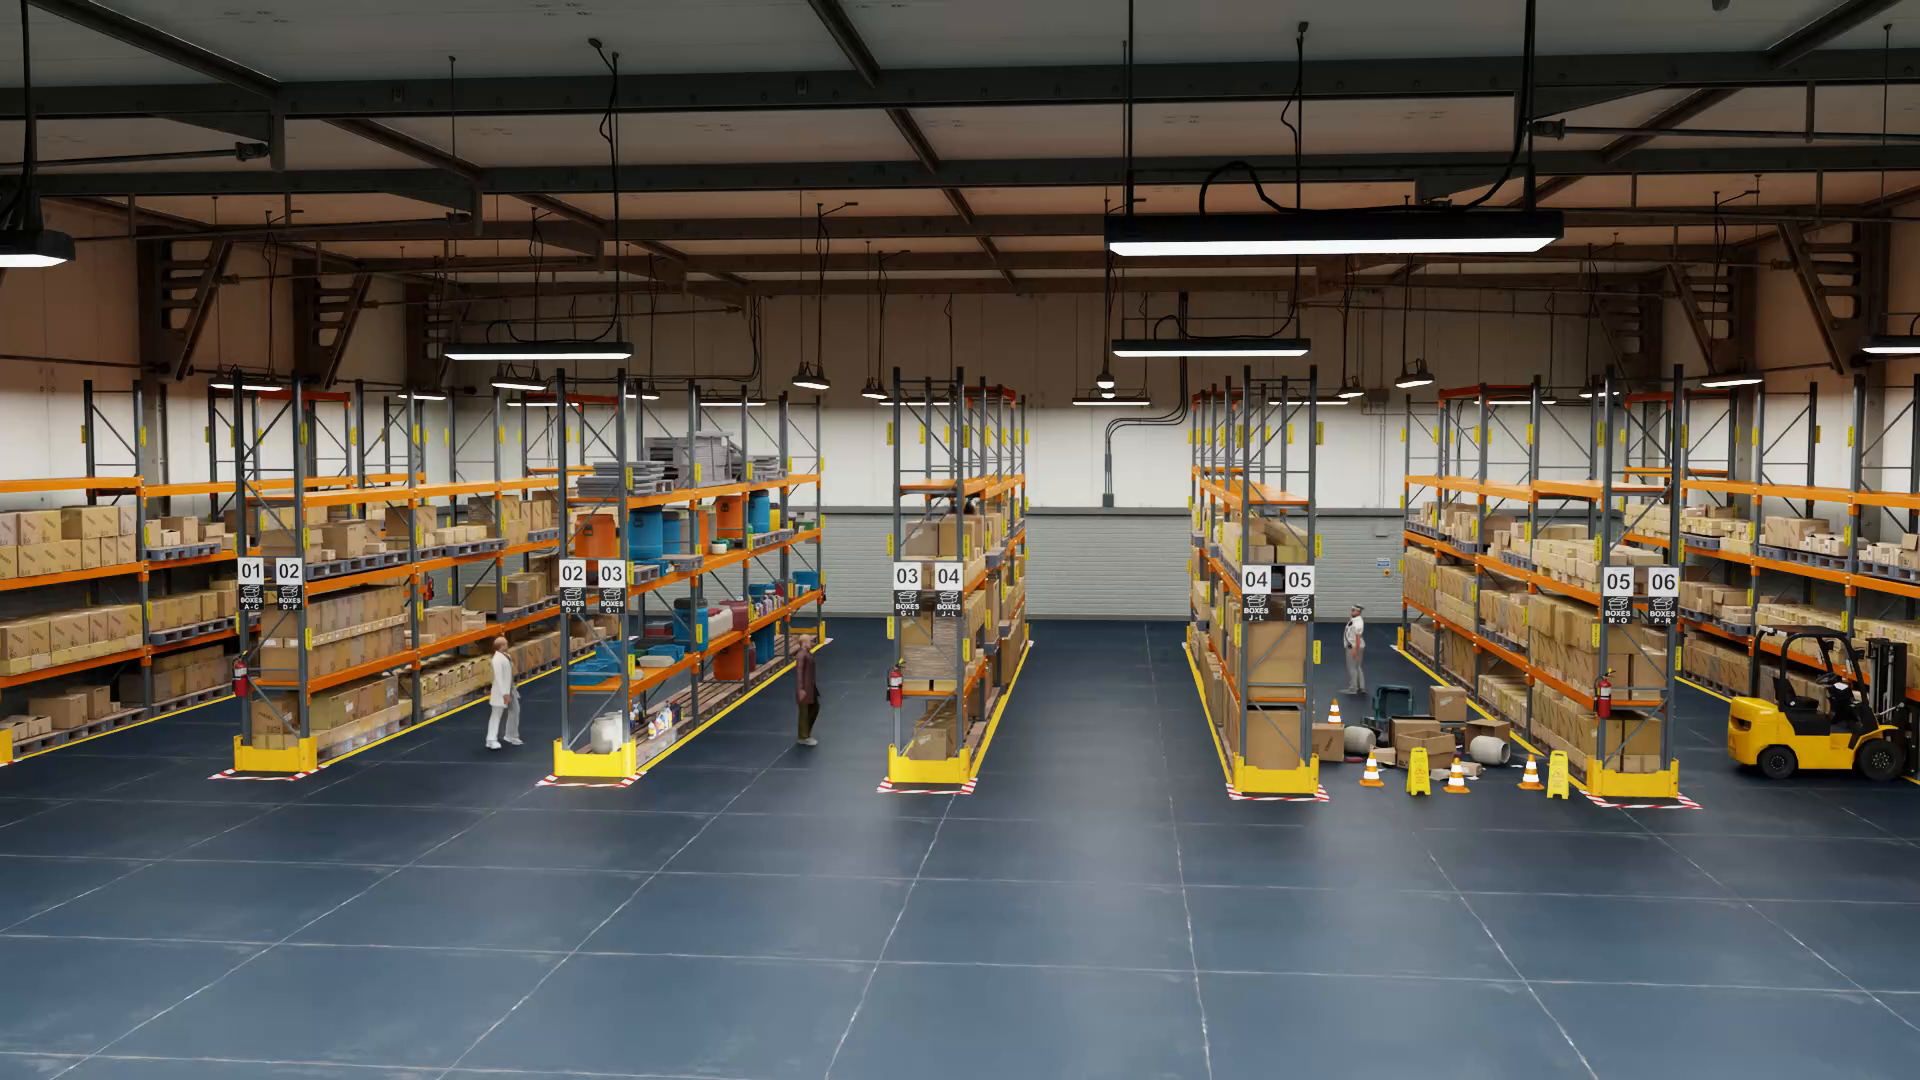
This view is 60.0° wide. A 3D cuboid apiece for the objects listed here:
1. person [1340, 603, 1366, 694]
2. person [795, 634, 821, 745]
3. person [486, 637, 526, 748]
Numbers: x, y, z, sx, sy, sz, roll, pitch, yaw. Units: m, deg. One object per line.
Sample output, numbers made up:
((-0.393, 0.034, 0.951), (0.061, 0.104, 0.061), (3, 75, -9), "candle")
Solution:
((7.689, 2.109, 32.429), (0.436, 1.781, 0.579), (2, 4, 29), "person")
((-2.504, 2.447, 27.130), (0.446, 1.819, 0.654), (0, 4, 6), "person")
((-7.360, 2.467, 26.807), (0.485, 1.829, 0.683), (1, 4, 10), "person")
